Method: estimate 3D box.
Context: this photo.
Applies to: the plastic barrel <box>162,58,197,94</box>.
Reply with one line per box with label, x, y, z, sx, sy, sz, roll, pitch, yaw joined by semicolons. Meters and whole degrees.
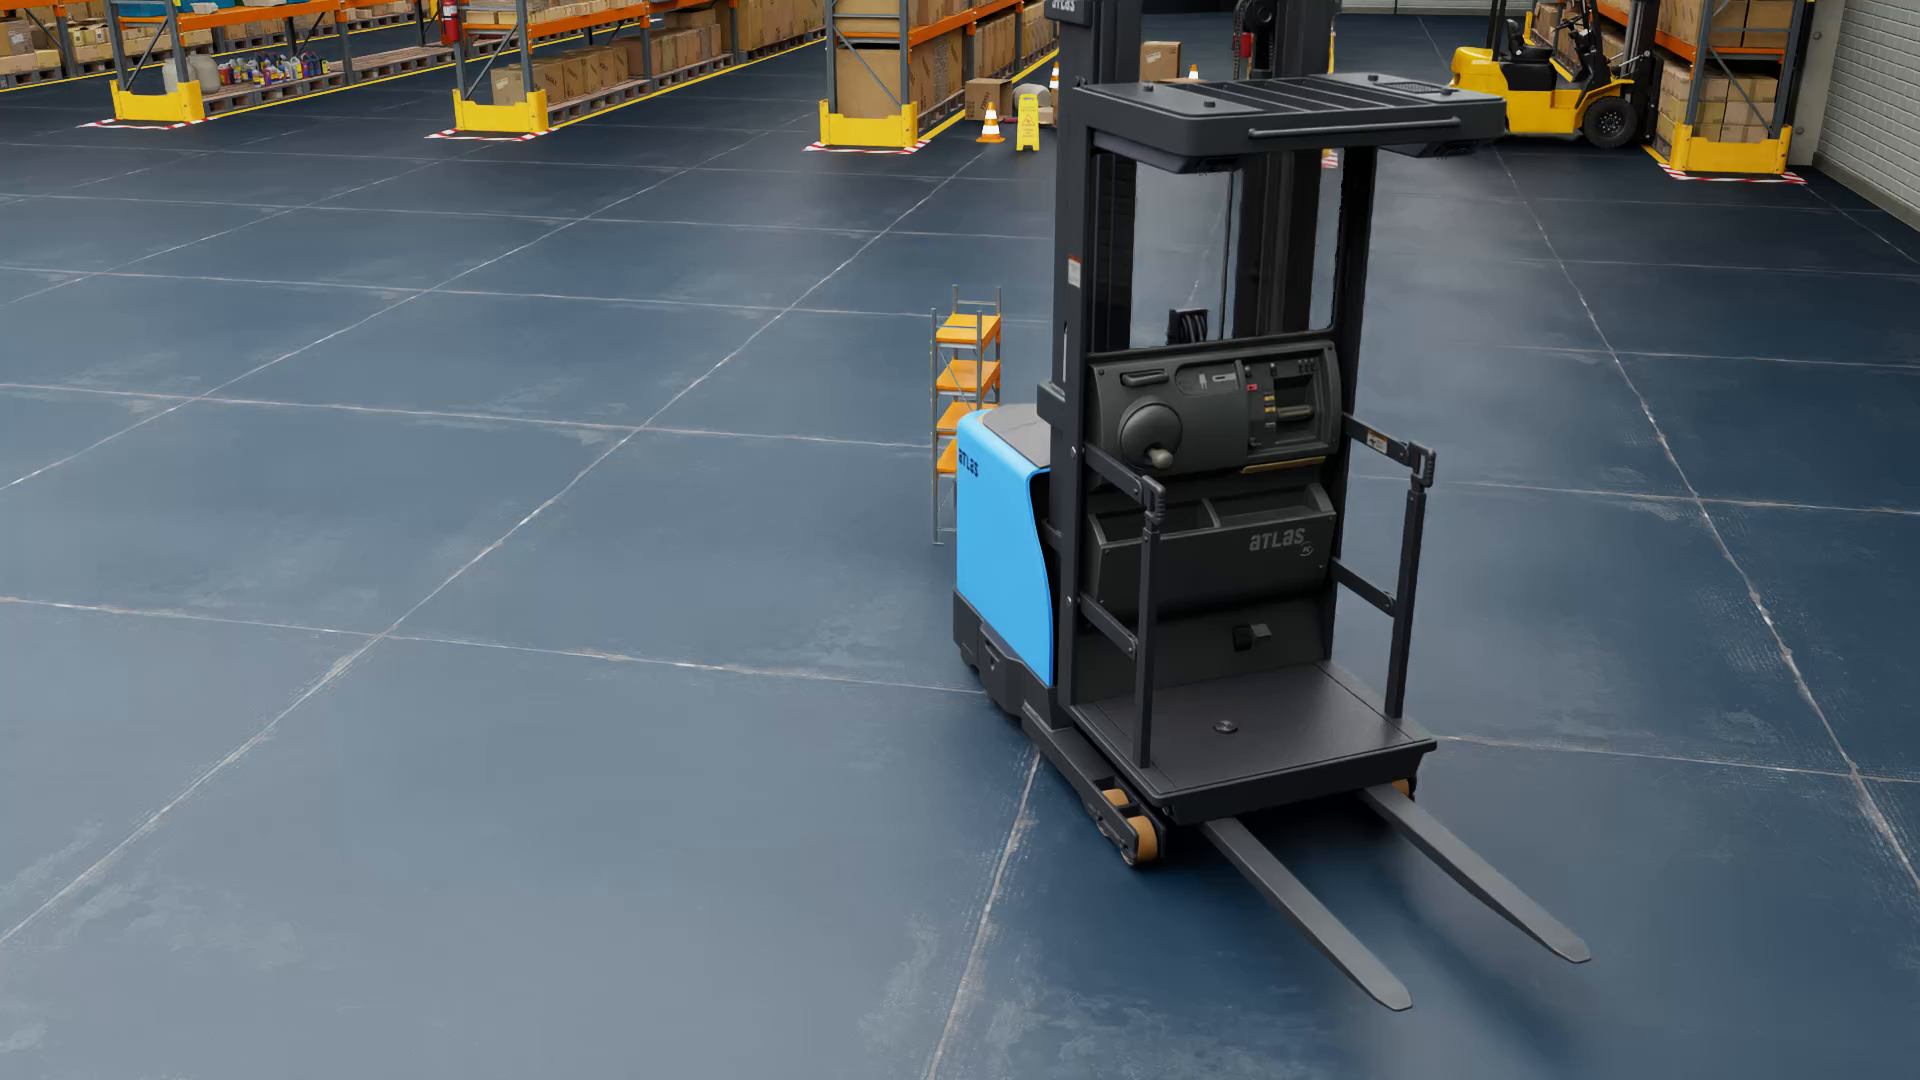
plastic barrel;-10.738;-6.359;22.896;0.421;0.512;0.421;0;22;0

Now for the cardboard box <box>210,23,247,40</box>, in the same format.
cardboard box;-13.641;-9.566;30.847;0.500;0.500;0.500;5;23;13

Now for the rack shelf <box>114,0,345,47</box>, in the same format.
rack shelf;-10.390;-7.469;23.848;1.077;0.370;4.000;4;22;11

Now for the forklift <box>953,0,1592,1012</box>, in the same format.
forklift;0.968;-0.436;5.512;1.130;2.935;3.031;-8;23;-19

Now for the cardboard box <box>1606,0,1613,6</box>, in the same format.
cardboard box;9.710;-7.902;24.159;0.500;0.250;0.500;4;22;9

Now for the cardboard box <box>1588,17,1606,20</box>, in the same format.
cardboard box;10.496;-8.592;27.589;0.380;0.149;0.250;5;22;11

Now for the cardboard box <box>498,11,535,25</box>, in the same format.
cardboard box;-5.657;-6.664;21.220;0.380;0.149;0.250;4;22;11

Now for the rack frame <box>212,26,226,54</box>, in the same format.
rack frame;-14.014;-10.376;30.103;1.000;3.000;0.127;4;22;11

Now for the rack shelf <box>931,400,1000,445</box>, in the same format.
rack shelf;0.034;-0.555;8.305;0.258;0.148;0.480;4;22;11

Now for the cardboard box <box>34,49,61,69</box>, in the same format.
cardboard box;-14.710;-7.647;26.443;0.500;0.250;0.500;4;22;11

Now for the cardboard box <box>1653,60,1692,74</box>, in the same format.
cardboard box;8.704;-5.694;20.257;0.500;0.250;0.500;4;22;10

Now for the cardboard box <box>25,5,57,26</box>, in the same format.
cardboard box;-18.400;-10.529;32.797;0.750;0.750;0.750;4;22;11

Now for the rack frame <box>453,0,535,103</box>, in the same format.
rack frame;-5.949;-6.694;20.960;1.000;3.000;0.127;4;22;11

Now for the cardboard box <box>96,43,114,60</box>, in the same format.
cardboard box;-14.399;-8.148;27.689;0.500;0.250;0.500;5;22;12

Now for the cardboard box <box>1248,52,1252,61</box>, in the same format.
cardboard box;3.670;-5.959;20.381;0.380;0.149;0.250;5;22;12

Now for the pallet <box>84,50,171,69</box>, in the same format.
pallet;-14.471;-8.340;28.779;1.003;0.211;1.213;4;22;11

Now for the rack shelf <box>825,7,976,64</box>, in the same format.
rack shelf;-0.706;-6.677;21.880;1.077;0.370;4.000;4;22;11

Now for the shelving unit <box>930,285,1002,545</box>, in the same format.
shelving unit;0.034;-0.617;8.280;0.258;1.200;0.503;4;22;11

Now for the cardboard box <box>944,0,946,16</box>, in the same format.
cardboard box;-0.677;-7.284;22.224;0.875;0.550;0.550;4;22;11

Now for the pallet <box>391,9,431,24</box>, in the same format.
pallet;-12.558;-11.689;37.095;1.003;0.211;1.213;4;22;11

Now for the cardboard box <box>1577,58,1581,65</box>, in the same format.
cardboard box;10.233;-7.876;26.678;0.500;0.500;0.500;4;22;10

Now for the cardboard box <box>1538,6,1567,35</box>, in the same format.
cardboard box;11.447;-9.922;31.759;0.700;0.500;0.500;5;23;13

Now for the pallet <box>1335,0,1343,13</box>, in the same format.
pallet;4.867;-7.581;23.419;1.003;0.211;1.213;4;22;11

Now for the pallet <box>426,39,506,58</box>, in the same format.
pallet;-9.045;-8.995;30.407;1.003;0.211;1.213;4;22;11

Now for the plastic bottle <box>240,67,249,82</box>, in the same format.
plastic bottle;-10.588;-6.891;24.606;0.097;0.201;0.097;0;22;0

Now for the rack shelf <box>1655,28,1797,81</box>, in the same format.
rack shelf;9.021;-5.959;20.098;1.077;0.370;4.000;4;22;11

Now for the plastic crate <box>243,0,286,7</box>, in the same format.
plastic crate;-10.065;-7.799;24.056;0.530;0.136;0.437;4;22;11

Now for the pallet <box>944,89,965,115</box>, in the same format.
pallet;-0.529;-6.176;23.407;1.003;0.211;1.213;4;22;11

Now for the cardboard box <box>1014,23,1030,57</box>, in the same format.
cardboard box;0.913;-8.479;28.176;0.500;0.500;0.500;4;22;9

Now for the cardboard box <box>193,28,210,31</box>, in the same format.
cardboard box;-13.879;-9.346;29.911;0.500;0.311;0.500;5;22;12

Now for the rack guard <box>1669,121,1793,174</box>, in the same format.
rack guard;8.608;-4.393;18.593;1.175;0.500;0.348;4;22;11

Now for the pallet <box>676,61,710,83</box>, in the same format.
pallet;-4.728;-7.596;26.931;1.003;0.211;1.213;4;22;11

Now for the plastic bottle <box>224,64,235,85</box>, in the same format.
plastic bottle;-10.669;-6.803;24.277;0.061;0.283;0.133;4;22;11

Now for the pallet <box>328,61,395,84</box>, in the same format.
pallet;-9.859;-7.531;26.771;1.003;0.211;1.213;4;22;11

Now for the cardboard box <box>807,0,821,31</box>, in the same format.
cardboard box;-3.287;-10.527;32.759;0.875;0.875;0.875;4;22;11

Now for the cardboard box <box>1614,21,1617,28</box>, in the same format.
cardboard box;10.862;-8.374;27.047;0.380;0.149;0.250;4;22;10

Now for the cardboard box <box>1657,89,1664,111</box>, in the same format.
cardboard box;8.604;-5.288;19.917;0.500;0.250;0.500;4;22;10

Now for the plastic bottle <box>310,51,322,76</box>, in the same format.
plastic bottle;-9.831;-7.252;25.303;0.144;0.351;0.185;4;22;9

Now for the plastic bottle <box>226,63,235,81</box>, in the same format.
plastic bottle;-10.745;-6.858;24.424;0.152;0.276;0.135;4;22;9

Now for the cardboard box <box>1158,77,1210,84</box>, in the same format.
cardboard box;3.018;-5.955;22.467;0.500;0.500;0.500;-16;27;-35

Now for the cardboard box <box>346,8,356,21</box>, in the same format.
cardboard box;-12.900;-10.933;34.495;0.500;0.311;0.500;4;22;11

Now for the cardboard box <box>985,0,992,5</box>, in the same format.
cardboard box;0.175;-8.145;24.428;0.500;0.500;0.500;5;22;11

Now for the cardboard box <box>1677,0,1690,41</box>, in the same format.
cardboard box;8.571;-5.997;19.095;0.500;0.500;0.500;5;23;13

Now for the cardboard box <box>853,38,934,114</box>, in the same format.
cardboard box;-0.863;-6.063;21.675;0.875;0.875;0.875;4;22;10

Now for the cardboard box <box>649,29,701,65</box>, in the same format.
cardboard box;-4.643;-8.006;26.975;0.700;0.500;0.500;6;23;15

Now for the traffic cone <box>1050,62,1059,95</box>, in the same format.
traffic cone;1.454;-6.941;24.967;0.336;0.463;0.334;4;22;11

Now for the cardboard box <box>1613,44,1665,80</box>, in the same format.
cardboard box;9.690;-6.593;23.324;0.875;0.625;0.625;4;22;10

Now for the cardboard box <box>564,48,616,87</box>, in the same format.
cardboard box;-5.363;-6.839;24.103;0.500;0.500;0.500;12;25;28

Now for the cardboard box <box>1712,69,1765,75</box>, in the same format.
cardboard box;8.994;-5.289;19.251;0.500;0.250;0.500;4;22;11

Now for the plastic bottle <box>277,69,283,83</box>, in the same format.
plastic bottle;-10.012;-6.815;24.417;0.097;0.201;0.097;0;22;0

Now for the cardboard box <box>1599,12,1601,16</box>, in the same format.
cardboard box;11.220;-9.033;28.683;0.380;0.149;0.250;4;22;11

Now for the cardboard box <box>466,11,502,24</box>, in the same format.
cardboard box;-6.093;-6.698;21.305;0.380;0.149;0.250;4;22;11

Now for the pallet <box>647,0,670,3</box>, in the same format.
pallet;-4.834;-8.336;25.294;1.003;0.211;1.213;4;22;11

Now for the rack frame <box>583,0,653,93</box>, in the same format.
rack frame;-5.133;-8.157;24.592;1.000;3.000;0.127;4;22;11
